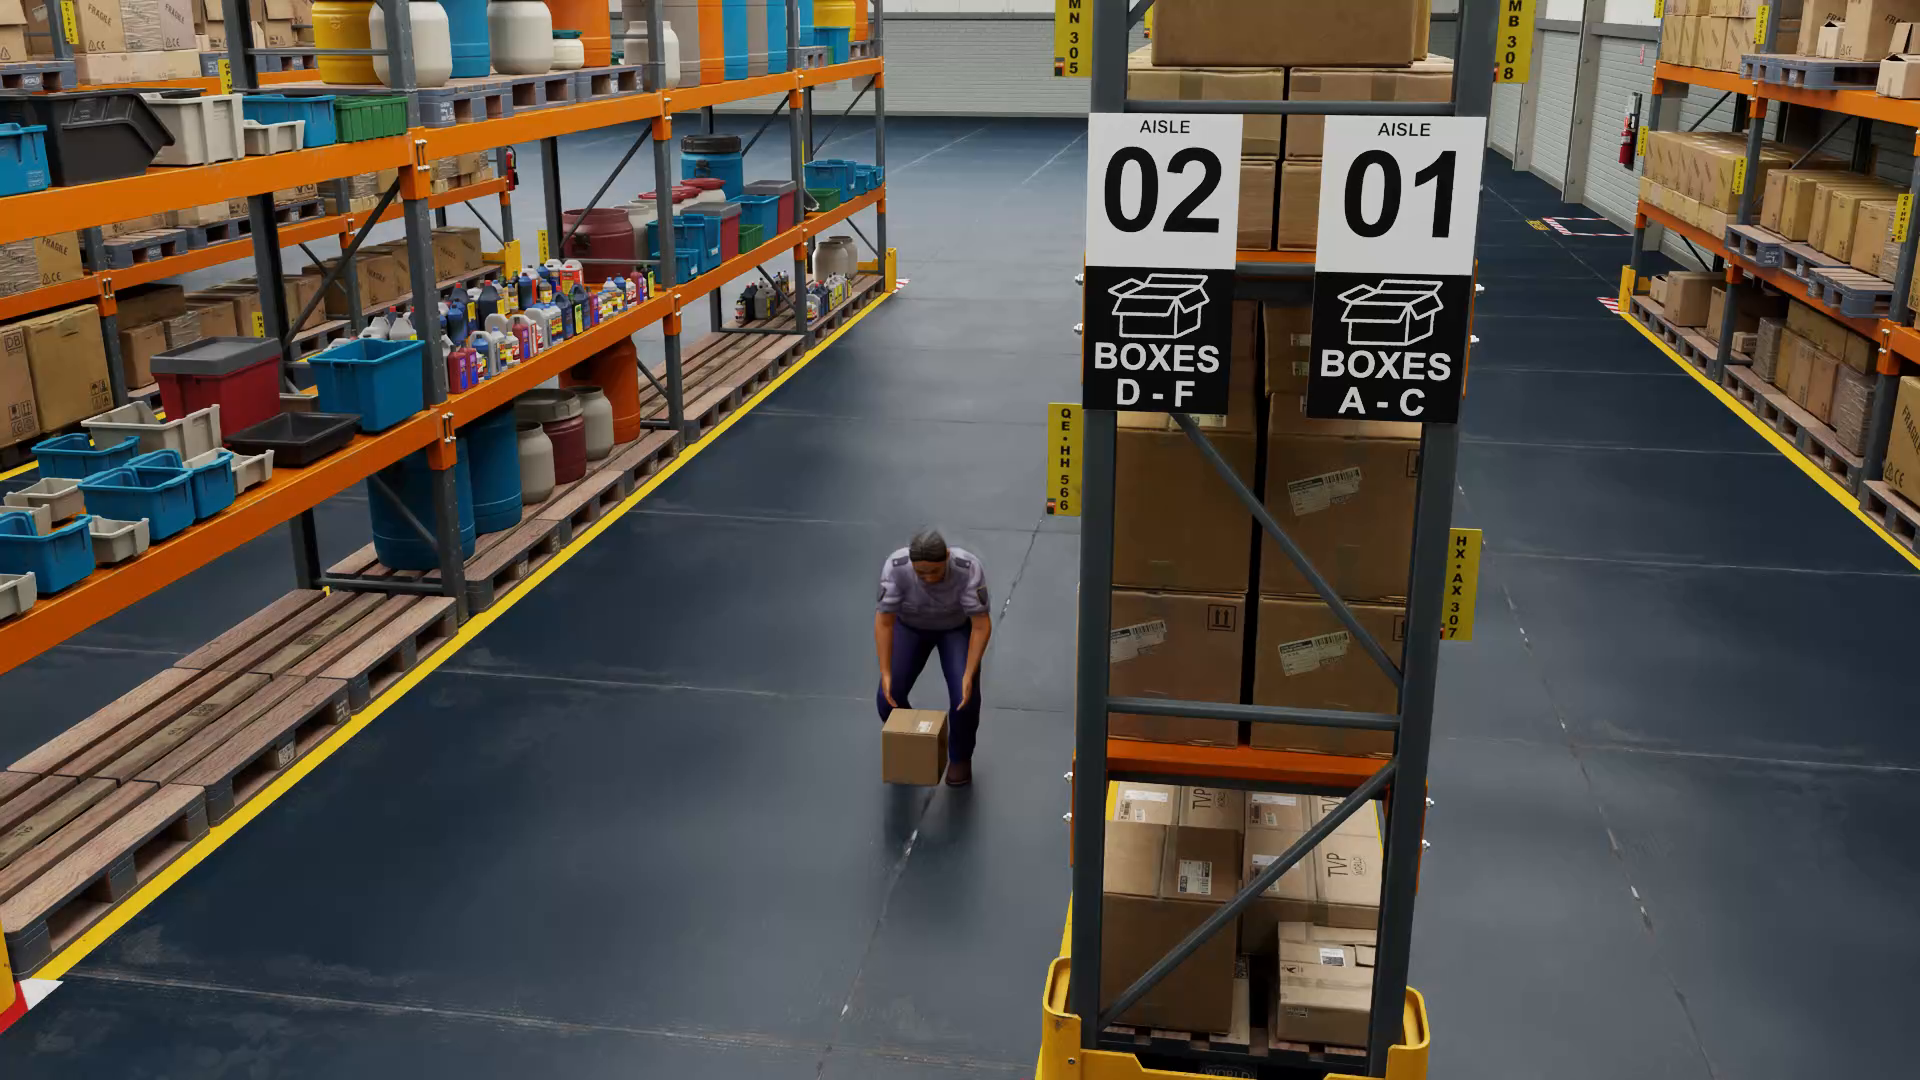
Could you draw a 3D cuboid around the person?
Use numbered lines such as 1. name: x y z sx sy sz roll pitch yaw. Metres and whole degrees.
1. person: -0.105 0.494 7.658 0.537 1.286 0.702 3 18 9
